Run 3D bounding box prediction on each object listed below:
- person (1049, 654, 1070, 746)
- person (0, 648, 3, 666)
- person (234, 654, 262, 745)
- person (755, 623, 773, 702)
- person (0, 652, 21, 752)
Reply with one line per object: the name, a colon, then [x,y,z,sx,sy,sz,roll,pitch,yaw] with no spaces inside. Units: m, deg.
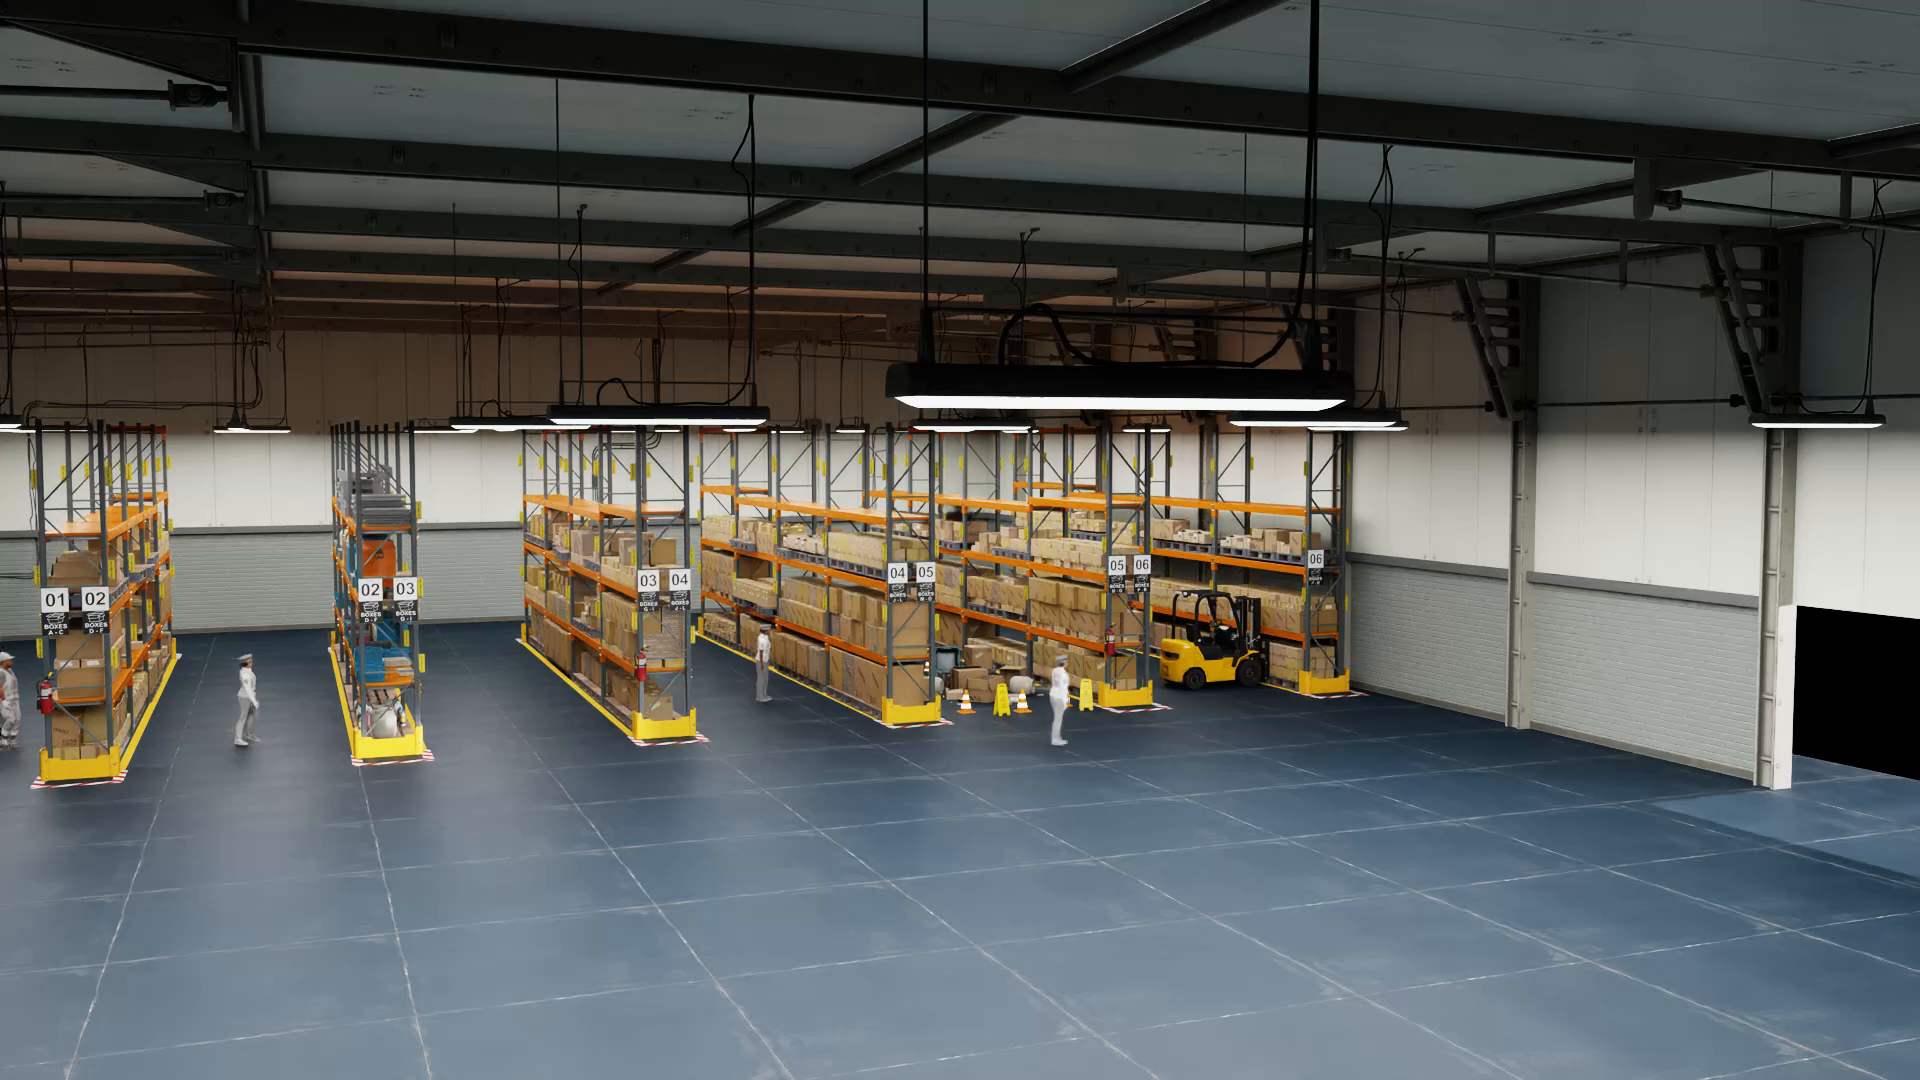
person: [1.851,2.963,30.778,0.364,1.690,0.513,-1,4,-19]
person: [-21.162,2.577,36.393,0.492,1.819,0.597,1,4,17]
person: [-13.257,2.971,30.968,0.470,1.714,0.631,-1,4,-12]
person: [-4.251,2.643,35.979,0.377,1.689,0.474,0,4,1]
person: [-17.378,2.960,30.397,0.454,1.822,0.568,1,4,9]
